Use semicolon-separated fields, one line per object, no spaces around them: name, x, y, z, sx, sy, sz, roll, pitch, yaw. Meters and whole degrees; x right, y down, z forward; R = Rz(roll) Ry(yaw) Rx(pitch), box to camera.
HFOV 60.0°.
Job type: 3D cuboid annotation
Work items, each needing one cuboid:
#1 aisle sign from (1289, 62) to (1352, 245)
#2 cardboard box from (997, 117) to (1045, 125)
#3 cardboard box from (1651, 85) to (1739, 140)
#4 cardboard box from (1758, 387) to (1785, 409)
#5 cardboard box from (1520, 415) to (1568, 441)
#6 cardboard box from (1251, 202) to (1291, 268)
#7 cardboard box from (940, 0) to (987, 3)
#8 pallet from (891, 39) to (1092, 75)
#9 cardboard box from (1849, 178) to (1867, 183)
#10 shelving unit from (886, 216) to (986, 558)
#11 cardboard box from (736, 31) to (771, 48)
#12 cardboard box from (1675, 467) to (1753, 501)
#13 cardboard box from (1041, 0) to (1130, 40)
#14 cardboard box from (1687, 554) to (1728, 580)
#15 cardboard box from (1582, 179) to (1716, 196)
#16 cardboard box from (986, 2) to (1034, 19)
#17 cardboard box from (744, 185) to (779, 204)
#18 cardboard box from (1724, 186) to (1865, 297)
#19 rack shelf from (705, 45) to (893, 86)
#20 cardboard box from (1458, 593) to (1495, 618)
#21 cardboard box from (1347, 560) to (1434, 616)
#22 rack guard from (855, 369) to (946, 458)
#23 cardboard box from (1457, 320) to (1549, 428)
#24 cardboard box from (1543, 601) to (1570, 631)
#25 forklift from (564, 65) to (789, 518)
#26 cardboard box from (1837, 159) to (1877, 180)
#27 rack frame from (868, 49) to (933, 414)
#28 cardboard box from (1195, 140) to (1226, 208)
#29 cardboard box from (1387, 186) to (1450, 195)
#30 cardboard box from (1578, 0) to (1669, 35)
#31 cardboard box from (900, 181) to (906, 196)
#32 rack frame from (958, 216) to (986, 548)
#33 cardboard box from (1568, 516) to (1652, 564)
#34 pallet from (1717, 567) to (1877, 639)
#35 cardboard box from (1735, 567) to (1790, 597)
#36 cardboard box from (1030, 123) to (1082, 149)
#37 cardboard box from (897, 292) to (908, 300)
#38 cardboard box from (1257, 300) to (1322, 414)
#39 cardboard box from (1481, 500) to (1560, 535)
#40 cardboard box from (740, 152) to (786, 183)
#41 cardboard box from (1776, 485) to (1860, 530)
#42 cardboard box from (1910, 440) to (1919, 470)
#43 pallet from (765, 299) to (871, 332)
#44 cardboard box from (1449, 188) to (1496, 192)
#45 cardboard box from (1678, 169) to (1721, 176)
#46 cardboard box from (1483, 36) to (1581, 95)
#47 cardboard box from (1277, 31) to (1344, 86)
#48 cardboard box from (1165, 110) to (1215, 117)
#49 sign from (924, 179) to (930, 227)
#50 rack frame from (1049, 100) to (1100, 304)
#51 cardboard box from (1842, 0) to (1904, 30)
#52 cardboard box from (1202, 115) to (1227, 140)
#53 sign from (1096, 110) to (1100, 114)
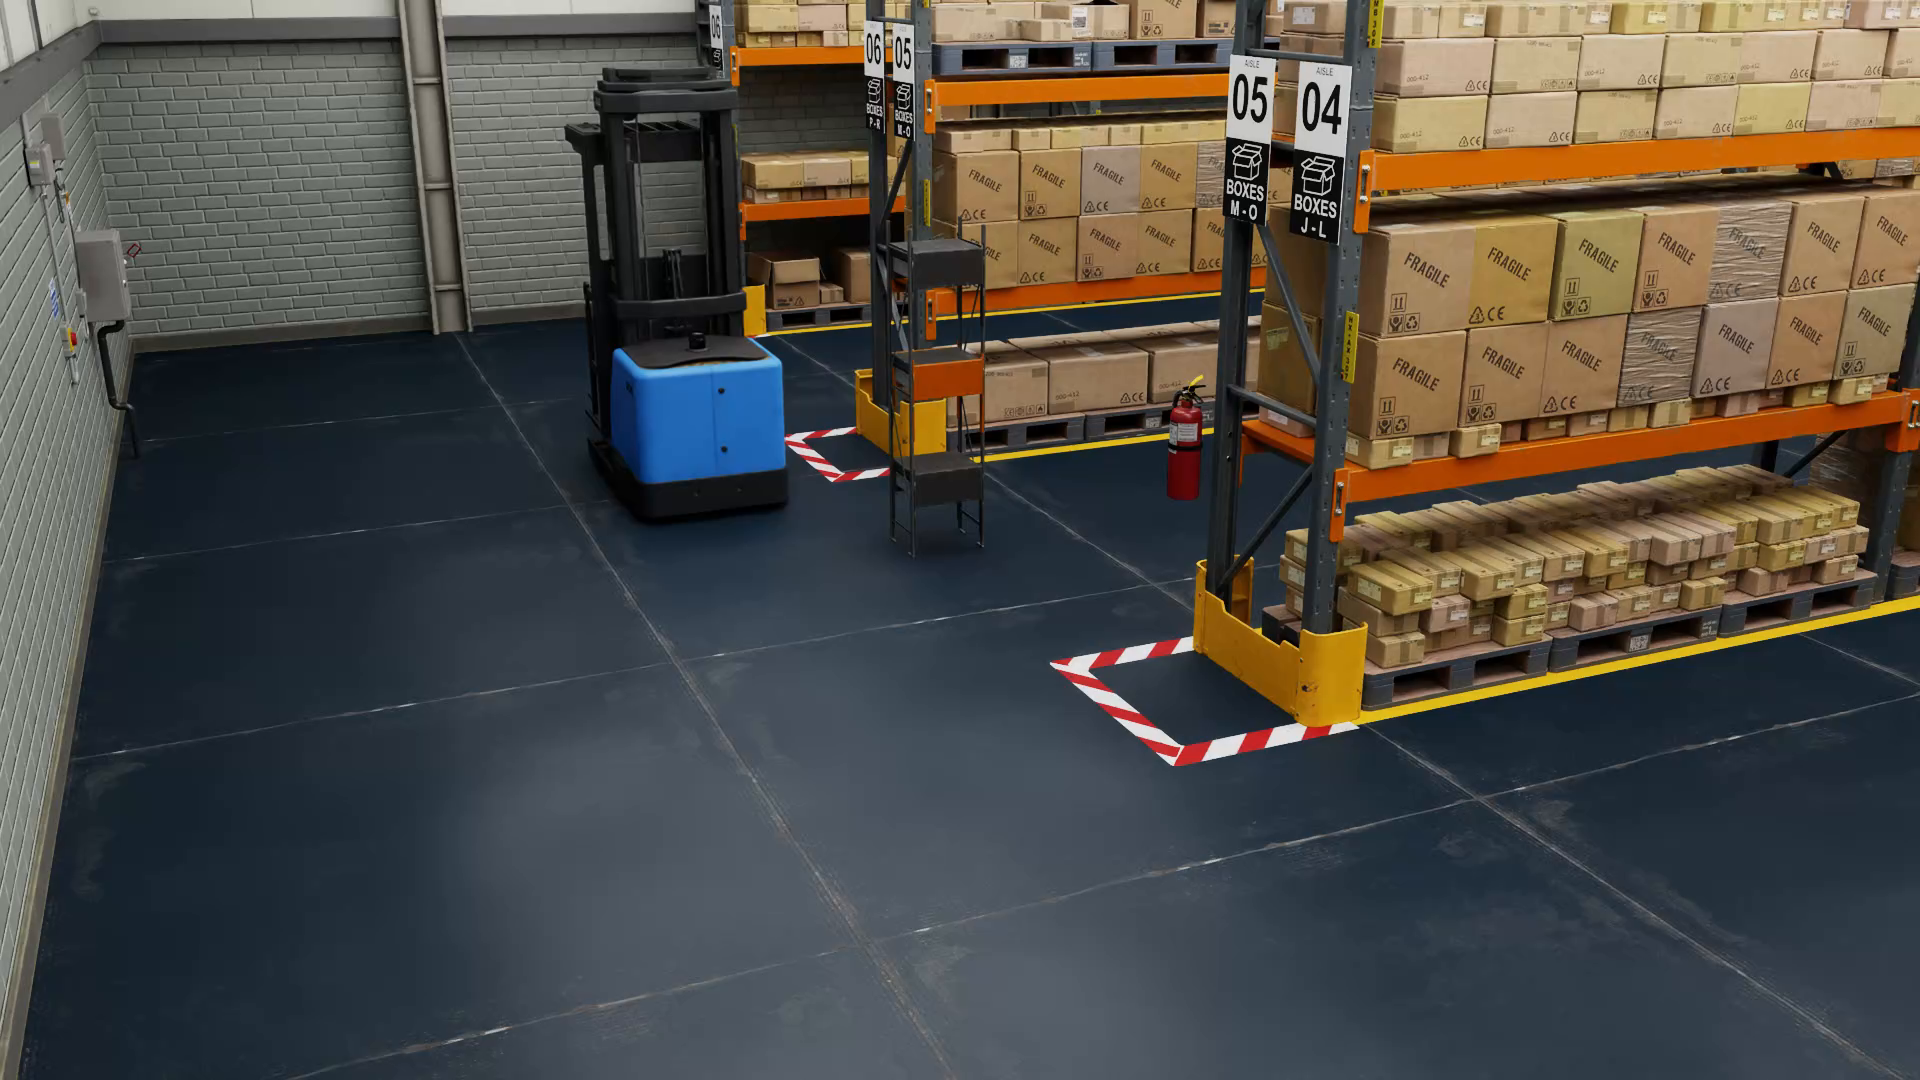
aisle sign;1.653;-1.781;7.651;0.004;0.787;0.394;-8;21;-22
cardboard box;0.473;-3.207;12.980;0.250;0.149;0.380;-8;21;-21
cardboard box;3.546;-2.186;8.423;0.500;0.250;0.500;-8;21;-22
cardboard box;4.378;-0.858;9.321;0.250;0.149;0.380;-9;21;-23
cardboard box;2.956;-0.650;8.729;0.250;0.149;0.380;-8;21;-22
cardboard box;2.426;-2.518;13.505;0.500;0.500;0.500;-9;21;-23
cardboard box;-0.048;-5.639;17.029;0.500;0.250;0.500;-8;21;-21
pallet;0.225;-3.626;12.422;1.213;0.211;1.003;-8;21;-22
cardboard box;8.503;-3.454;16.061;0.250;0.149;0.380;-7;21;-20
shelving unit;-0.152;-0.969;10.611;0.503;2.100;0.431;-8;21;-22
cardboard box;-2.037;-4.933;16.378;0.250;0.149;0.380;-8;21;-21
cardboard box;4.599;-0.316;10.168;0.250;0.149;0.380;-7;21;-19
cardboard box;0.942;-3.952;12.565;0.500;0.311;0.500;-8;21;-21
cardboard box;4.133;0.085;9.477;0.250;0.149;0.380;-8;21;-21
cardboard box;3.818;-1.727;9.306;0.500;0.500;0.500;-8;21;-21
cardboard box;0.434;-5.465;17.288;0.500;0.250;0.500;-9;21;-24
cardboard box;-2.011;-3.507;16.844;0.250;0.149;0.380;-8;21;-22
cardboard box;4.477;-1.628;9.024;0.500;0.500;0.500;-9;21;-24
rack shelf;-0.585;-5.004;17.285;4.000;0.370;1.077;-8;21;-22
cardboard box;2.647;0.281;8.919;0.250;0.149;0.380;-8;21;-21
cardboard box;2.217;0.244;8.576;0.250;0.149;0.380;-9;21;-24
rack guard;-0.474;-0.970;13.025;0.348;0.500;1.175;-8;21;-22
cardboard box;2.604;-0.897;8.454;0.500;0.500;0.500;-8;21;-22
cardboard box;3.117;0.362;9.138;0.250;0.149;0.380;-8;21;-22
forklift;-2.215;-1.986;12.249;1.130;2.935;3.031;-8;21;-21
cardboard box;8.359;-3.722;15.845;0.500;0.500;0.500;-8;21;-21
rack frame;-0.452;-2.153;12.619;0.127;3.000;1.000;-8;21;-22
cardboard box;1.964;-2.917;13.135;0.500;0.500;0.500;-8;21;-21
cardboard box;3.738;-3.168;13.846;0.500;0.500;0.500;-8;21;-21
cardboard box;3.206;-2.543;8.083;0.250;0.149;0.380;-7;21;-20
cardboard box;-0.575;-3.702;17.398;0.250;0.149;0.380;-8;21;-21
rack frame;0.072;-1.001;10.703;0.015;2.100;0.400;-8;21;-22
cardboard box;3.610;0.003;9.262;0.250;0.149;0.380;-8;21;-22
pallet;4.671;0.232;10.046;1.213;0.211;1.003;-8;21;-22
cardboard box;4.560;0.183;9.647;0.250;0.149;0.380;-9;21;-24
cardboard box;0.714;-3.035;12.493;0.250;0.149;0.380;-9;21;-24
cardboard box;-0.497;-2.876;17.805;0.500;0.500;0.500;-8;21;-21
cardboard box;1.912;-0.981;8.694;0.500;0.500;0.500;-8;21;-21
cardboard box;3.201;-0.094;9.536;0.250;0.149;0.380;-9;21;-24
cardboard box;-2.105;-3.877;17.294;0.500;0.250;0.500;-8;21;-20
cardboard box;5.050;-0.190;9.811;0.250;0.149;0.380;-8;21;-20
cardboard box;6.057;-0.572;10.132;0.500;0.250;0.500;-9;21;-24
pallet;-1.620;-2.465;17.707;1.213;0.211;1.003;-8;21;-22
cardboard box;4.204;-2.893;14.195;0.500;0.250;0.500;-8;21;-21
cardboard box;6.522;-3.576;15.006;0.500;0.500;0.500;-9;21;-23
cardboard box;2.586;-2.284;7.948;0.500;0.250;0.500;-8;21;-23
cardboard box;1.923;-2.374;8.206;0.500;0.250;0.500;-9;21;-24
cardboard box;1.873;-3.416;13.574;0.250;0.149;0.380;-9;21;-23
sign;-0.238;-2.428;11.979;0.005;0.325;0.100;-8;21;-22
rack frame;1.251;-4.192;18.411;0.127;3.000;1.000;-8;21;-22
cardboard box;4.649;-2.743;8.653;0.250;0.149;0.380;-8;21;-22
cardboard box;2.105;-3.252;13.108;0.250;0.149;0.380;-8;21;-22
sign;1.473;-4.436;17.800;0.005;0.325;0.100;-8;21;-22
